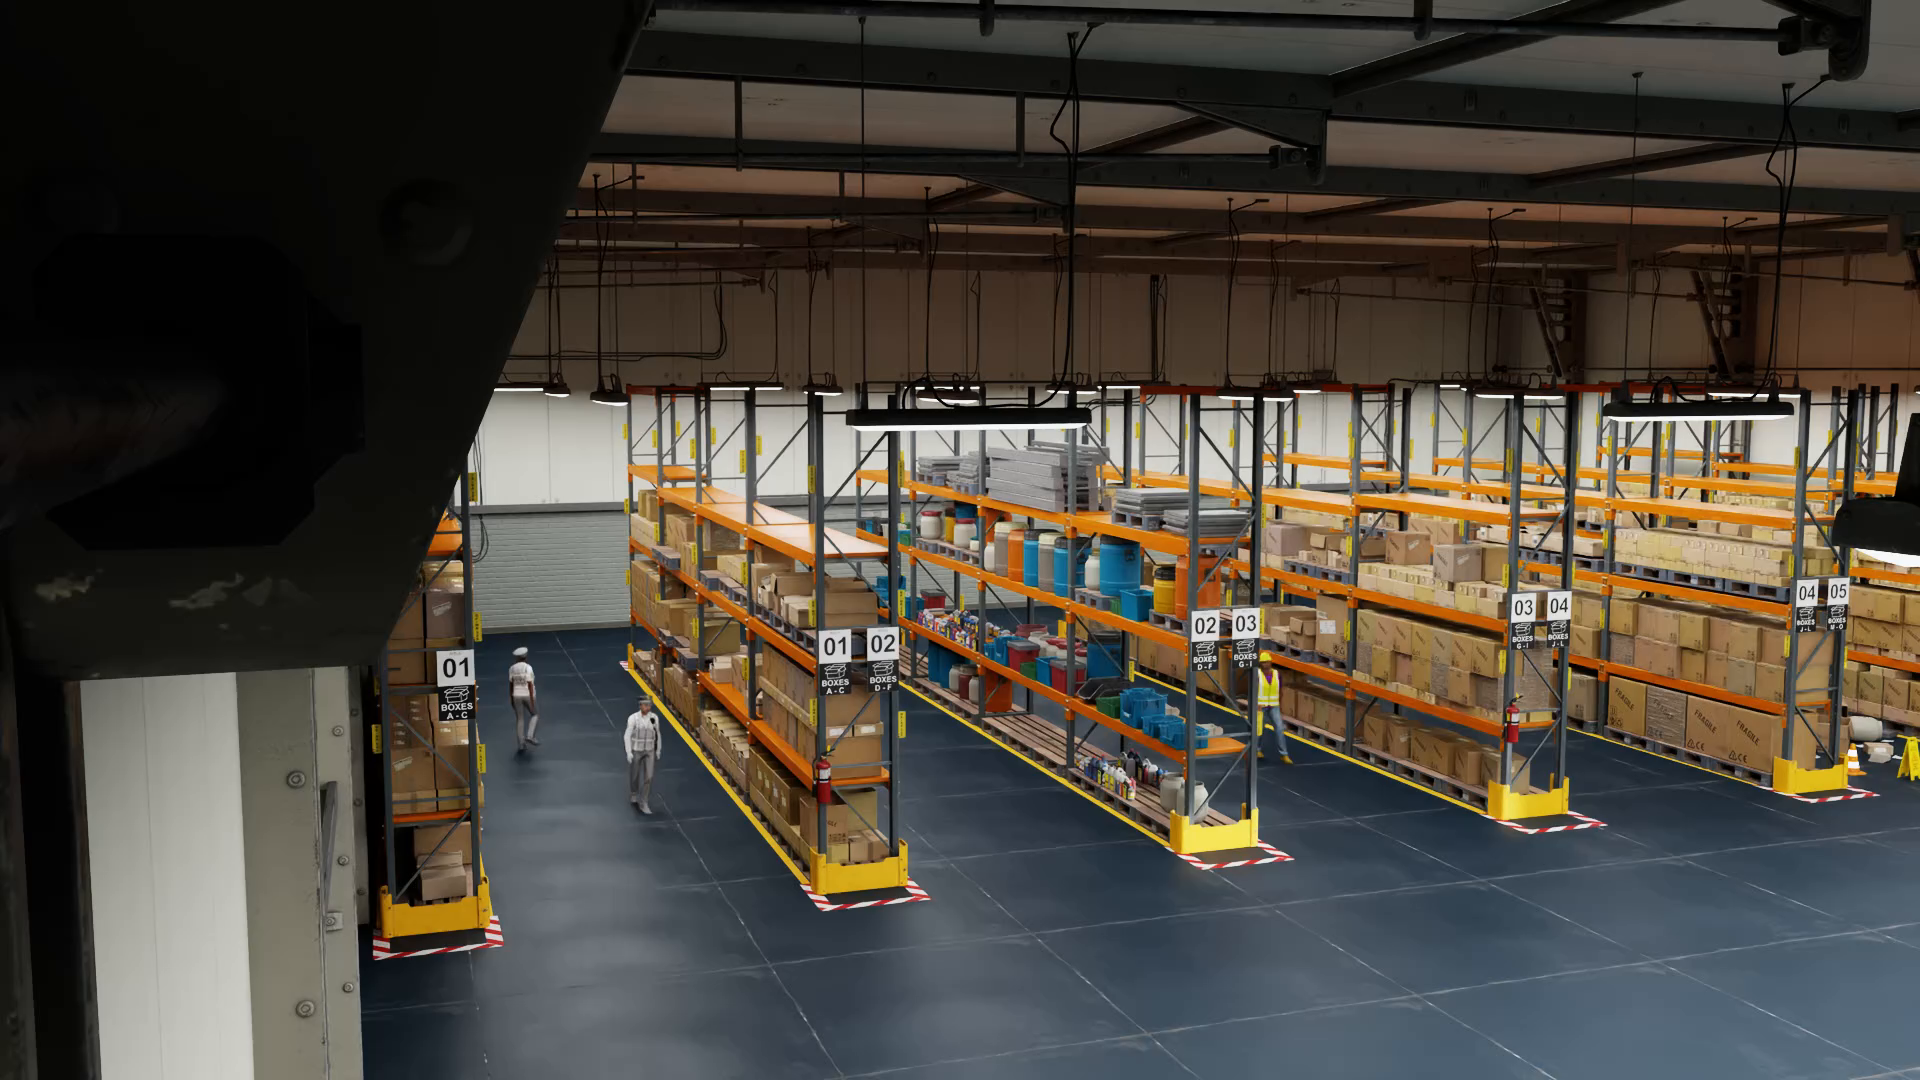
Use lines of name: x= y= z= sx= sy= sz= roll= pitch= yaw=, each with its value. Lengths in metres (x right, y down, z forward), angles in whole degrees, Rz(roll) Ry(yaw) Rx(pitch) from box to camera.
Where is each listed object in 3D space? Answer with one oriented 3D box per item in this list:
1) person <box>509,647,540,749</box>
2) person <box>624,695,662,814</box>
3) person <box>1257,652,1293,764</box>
person: x=-7.262 y=2.631 z=27.684 sx=0.489 sy=1.671 sz=0.476 roll=0 pitch=6 yaw=-2
person: x=-4.555 y=3.062 z=23.944 sx=0.567 sy=1.698 sz=0.690 roll=-3 pitch=7 yaw=-25
person: x=4.971 y=2.683 z=26.769 sx=0.630 sy=1.738 sz=0.808 roll=-1 pitch=6 yaw=-7
